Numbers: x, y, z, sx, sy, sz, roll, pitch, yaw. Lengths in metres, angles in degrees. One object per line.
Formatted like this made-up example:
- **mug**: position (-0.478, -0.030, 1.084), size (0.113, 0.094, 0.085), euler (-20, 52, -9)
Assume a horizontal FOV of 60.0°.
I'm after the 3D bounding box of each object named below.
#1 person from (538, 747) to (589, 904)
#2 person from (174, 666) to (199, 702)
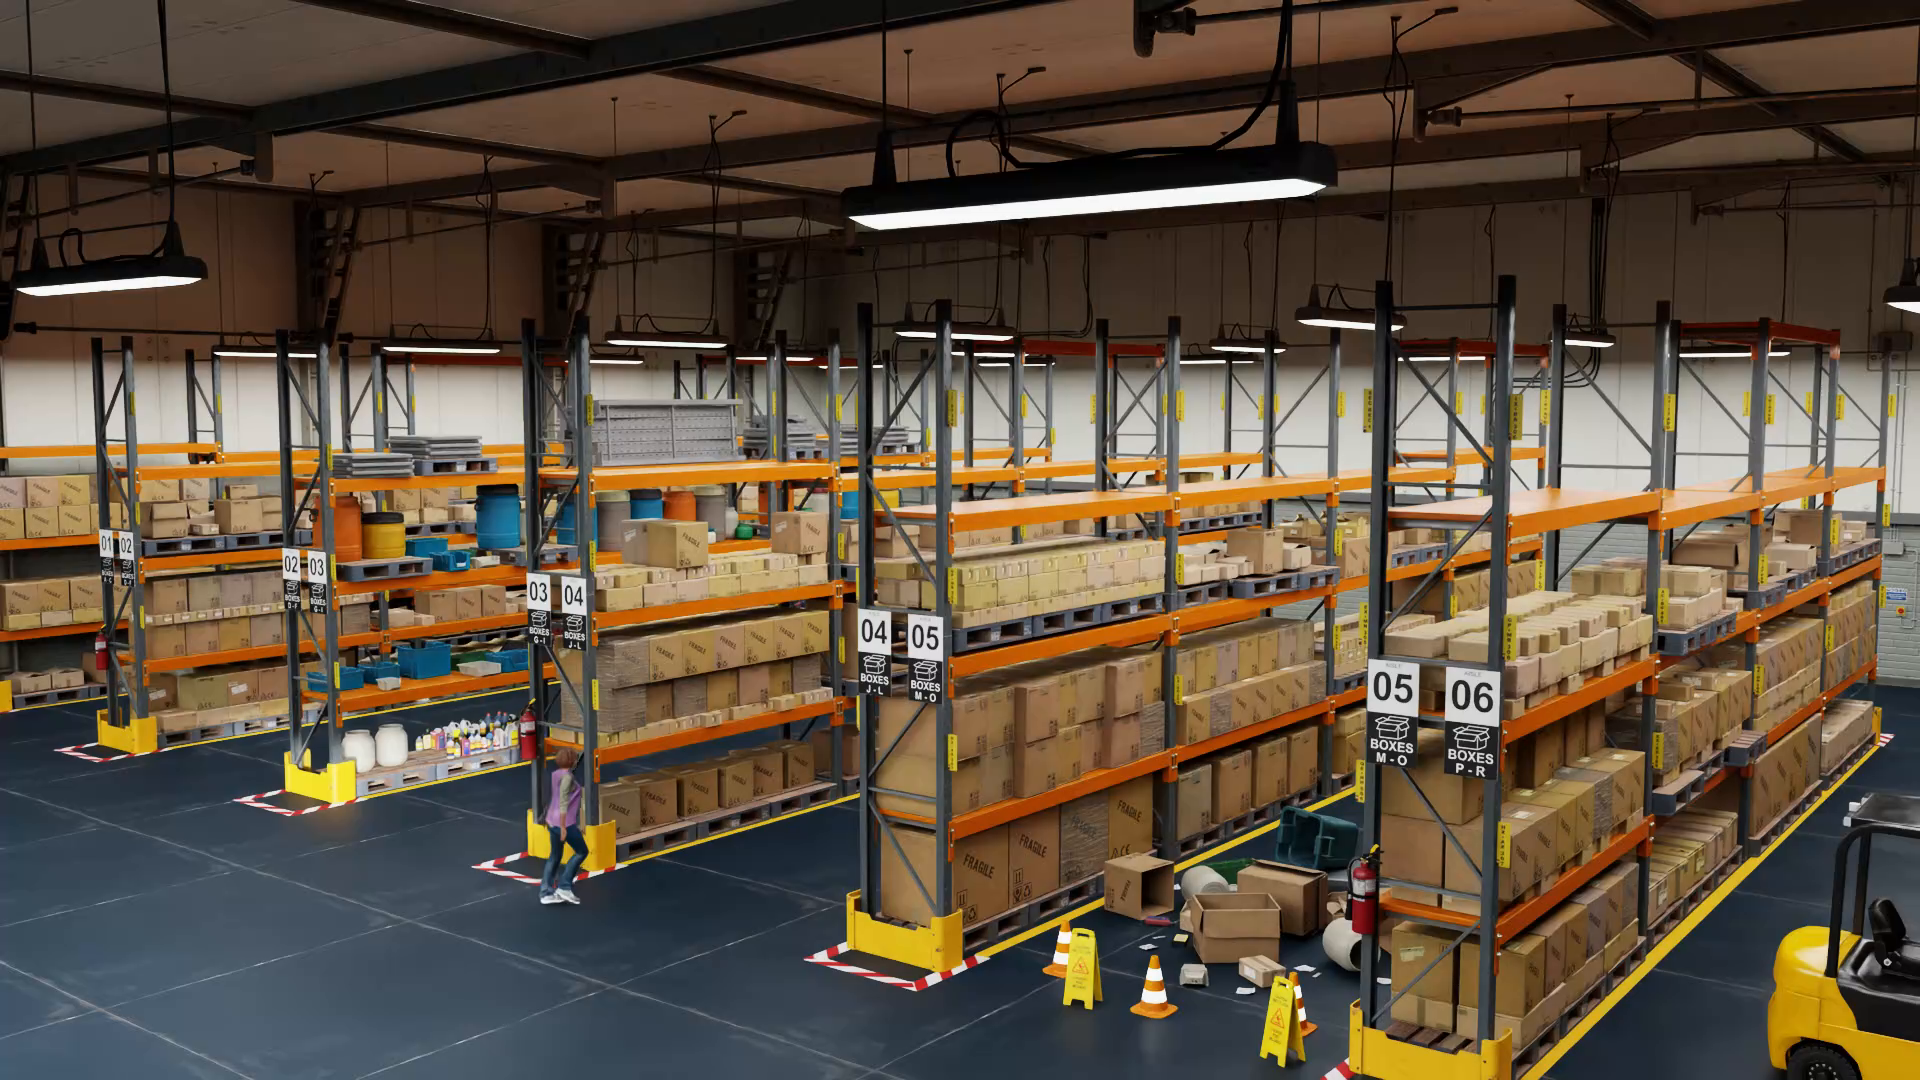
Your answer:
- **person**: position (-4.053, 2.893, 16.880), size (0.493, 1.581, 0.451), euler (-3, 6, -31)
- **person**: position (-12.726, 1.960, 27.307), size (0.506, 1.652, 0.546), euler (-5, 7, -43)
